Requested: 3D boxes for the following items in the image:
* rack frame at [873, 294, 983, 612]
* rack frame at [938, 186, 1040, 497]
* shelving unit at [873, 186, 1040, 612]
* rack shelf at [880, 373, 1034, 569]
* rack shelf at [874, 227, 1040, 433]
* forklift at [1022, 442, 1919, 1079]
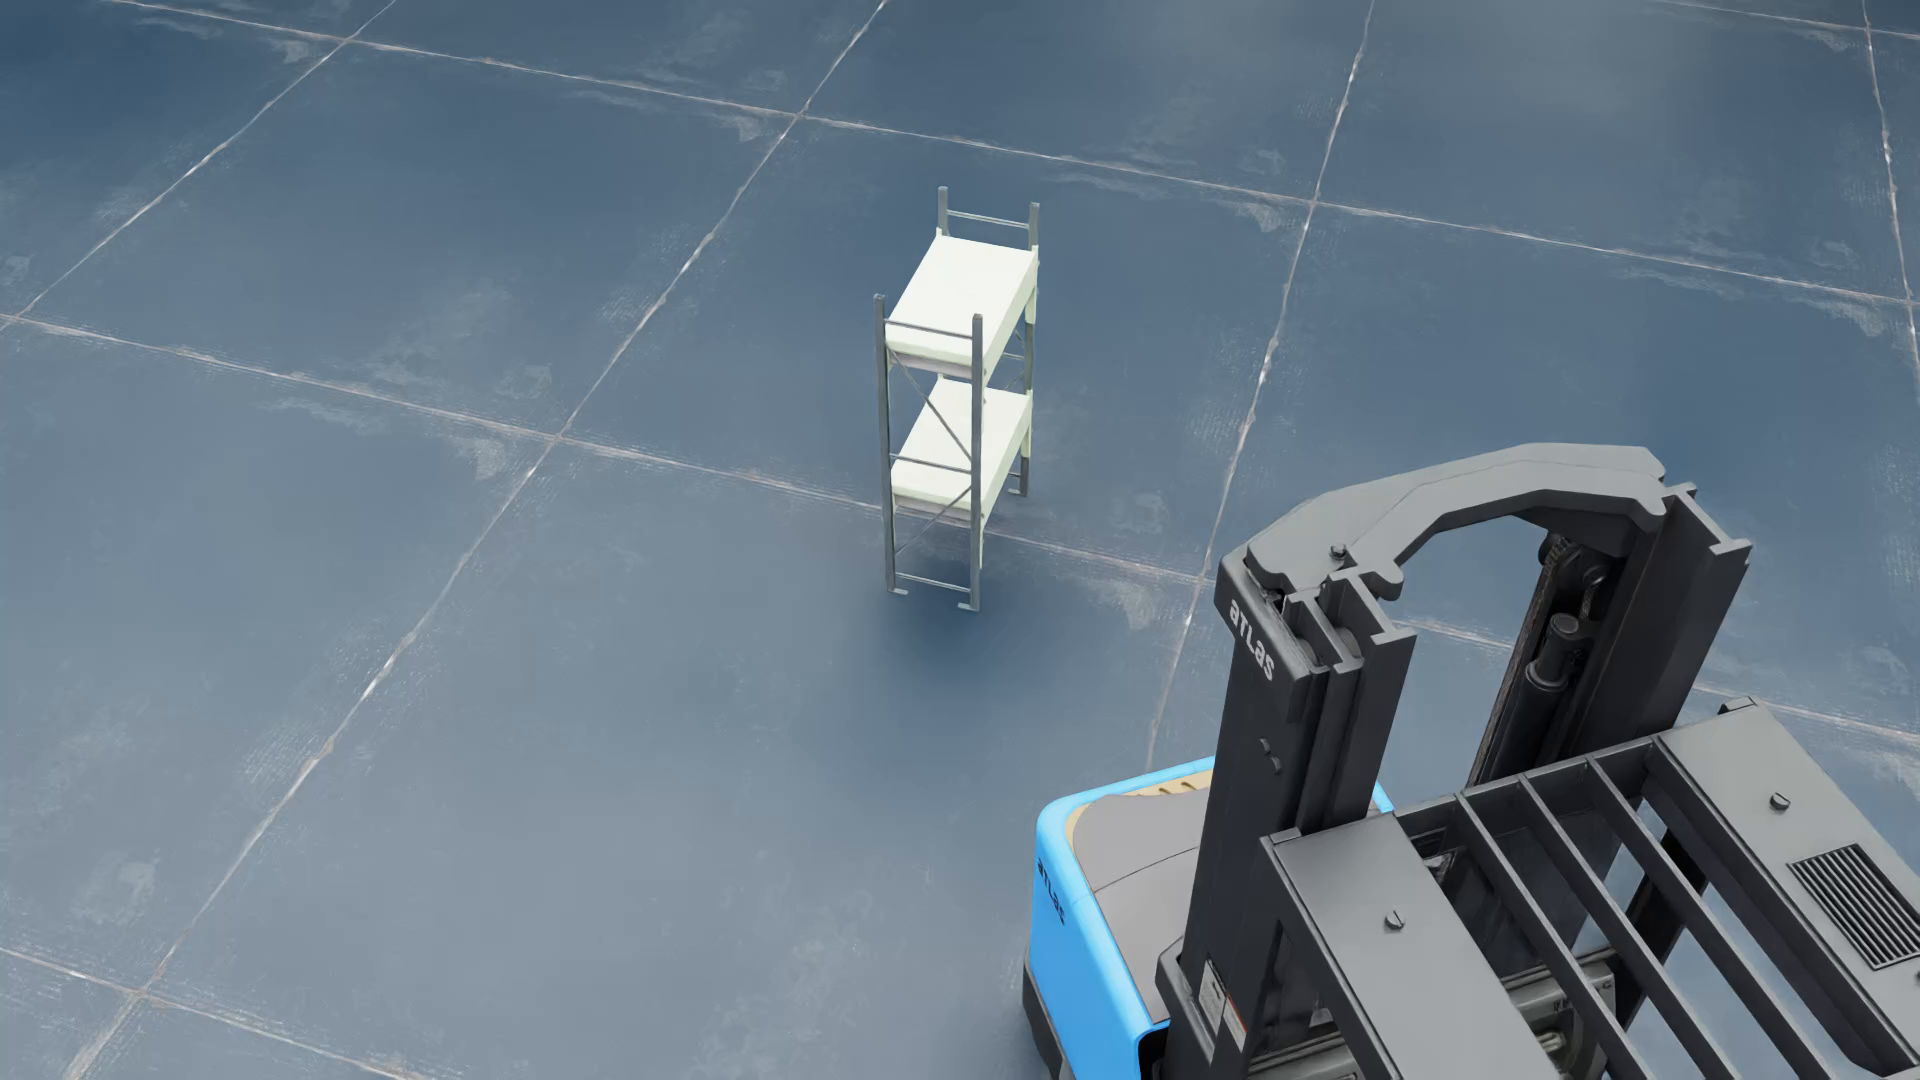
[{"bbox_3d":[-0.113,-0.288,6.371,0.400,1.500,0.023,13,46,12],"label":"rack frame"},{"bbox_3d":[0.109,-0.776,6.869,0.400,1.500,0.023,13,46,12],"label":"rack frame"},{"bbox_3d":[-0.002,-0.532,6.620,0.431,1.500,0.755,13,46,12],"label":"shelving unit"},{"bbox_3d":[-0.002,-0.299,6.848,0.431,0.370,0.720,13,46,12],"label":"rack shelf"},{"bbox_3d":[-0.002,-0.811,6.347,0.431,0.370,0.720,13,46,12],"label":"rack shelf"},{"bbox_3d":[1.157,1.359,3.664,1.130,2.935,3.031,-13,46,-13],"label":"forklift"}]
